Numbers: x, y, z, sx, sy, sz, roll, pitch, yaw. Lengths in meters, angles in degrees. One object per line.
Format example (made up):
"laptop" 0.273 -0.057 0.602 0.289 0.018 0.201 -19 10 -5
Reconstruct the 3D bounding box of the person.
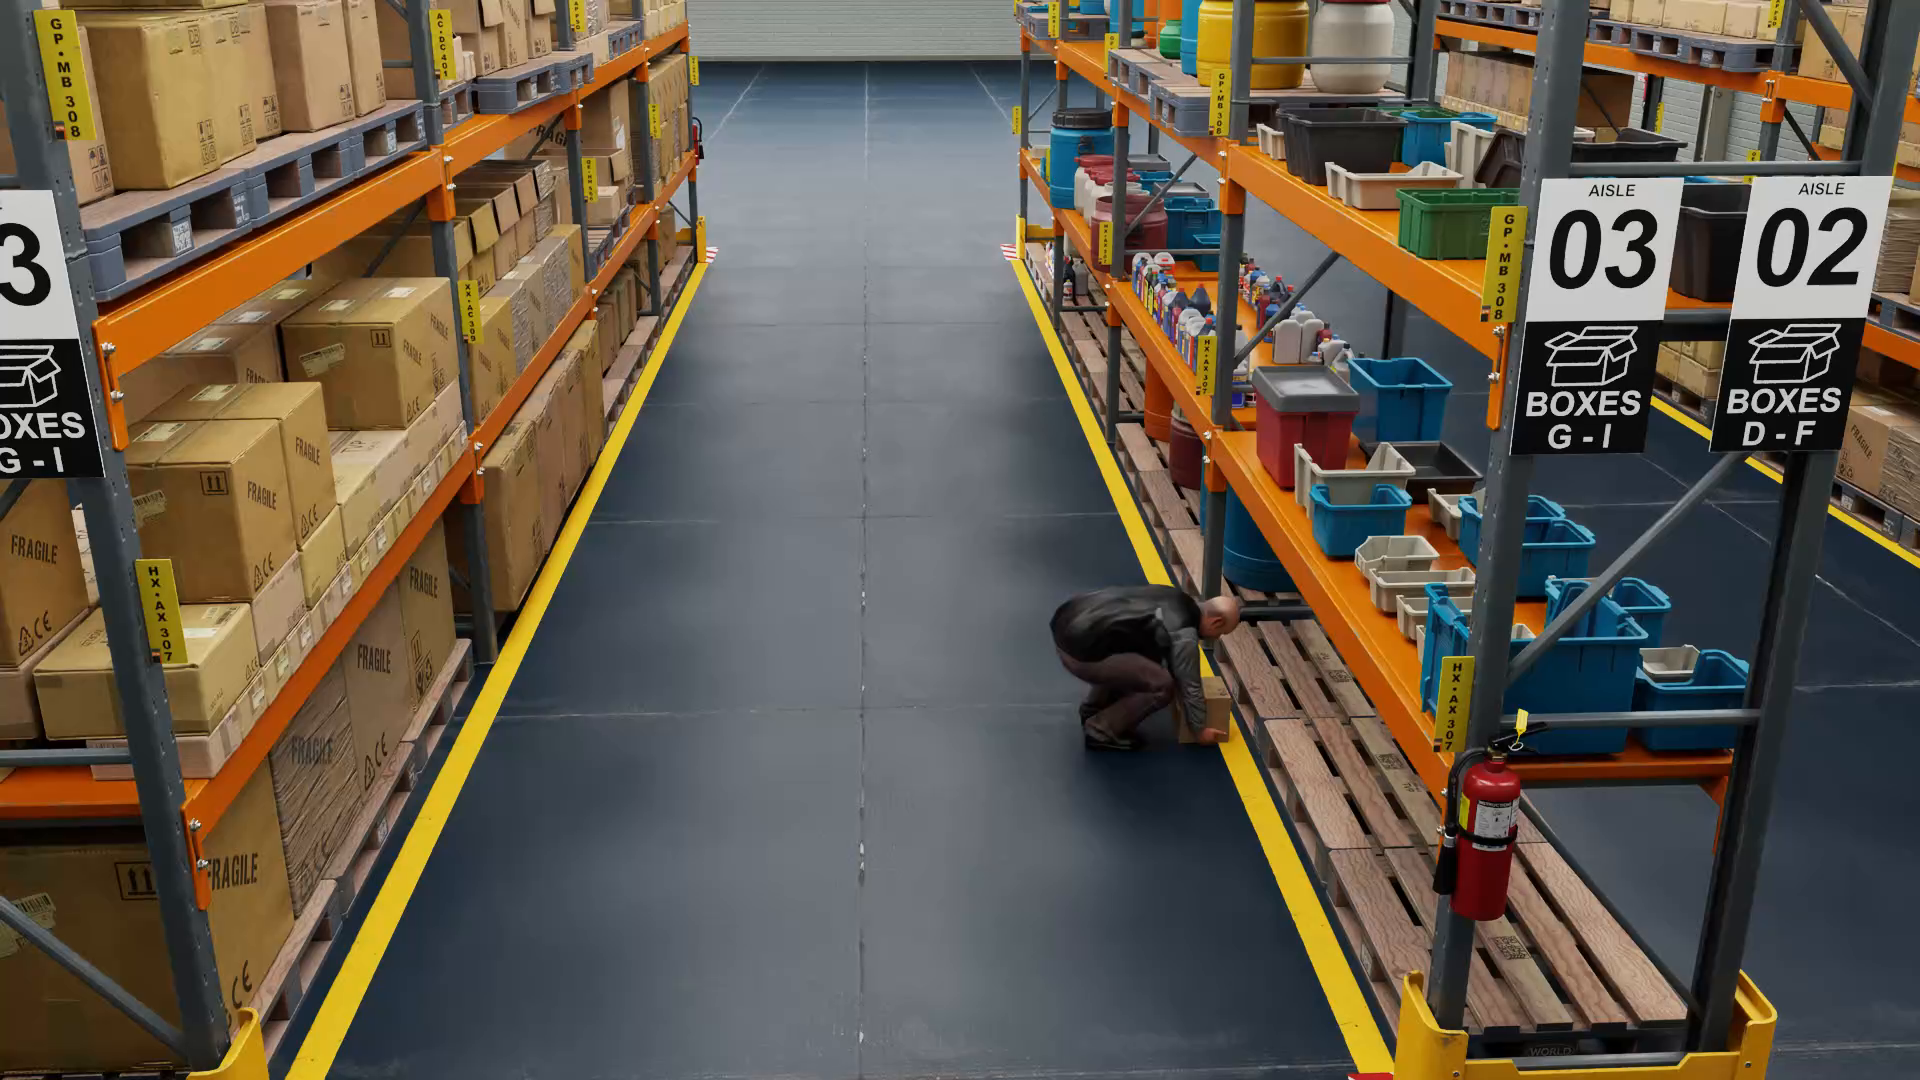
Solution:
"person" 0.934 0.515 8.273 0.947 0.988 0.504 -2 20 -6
